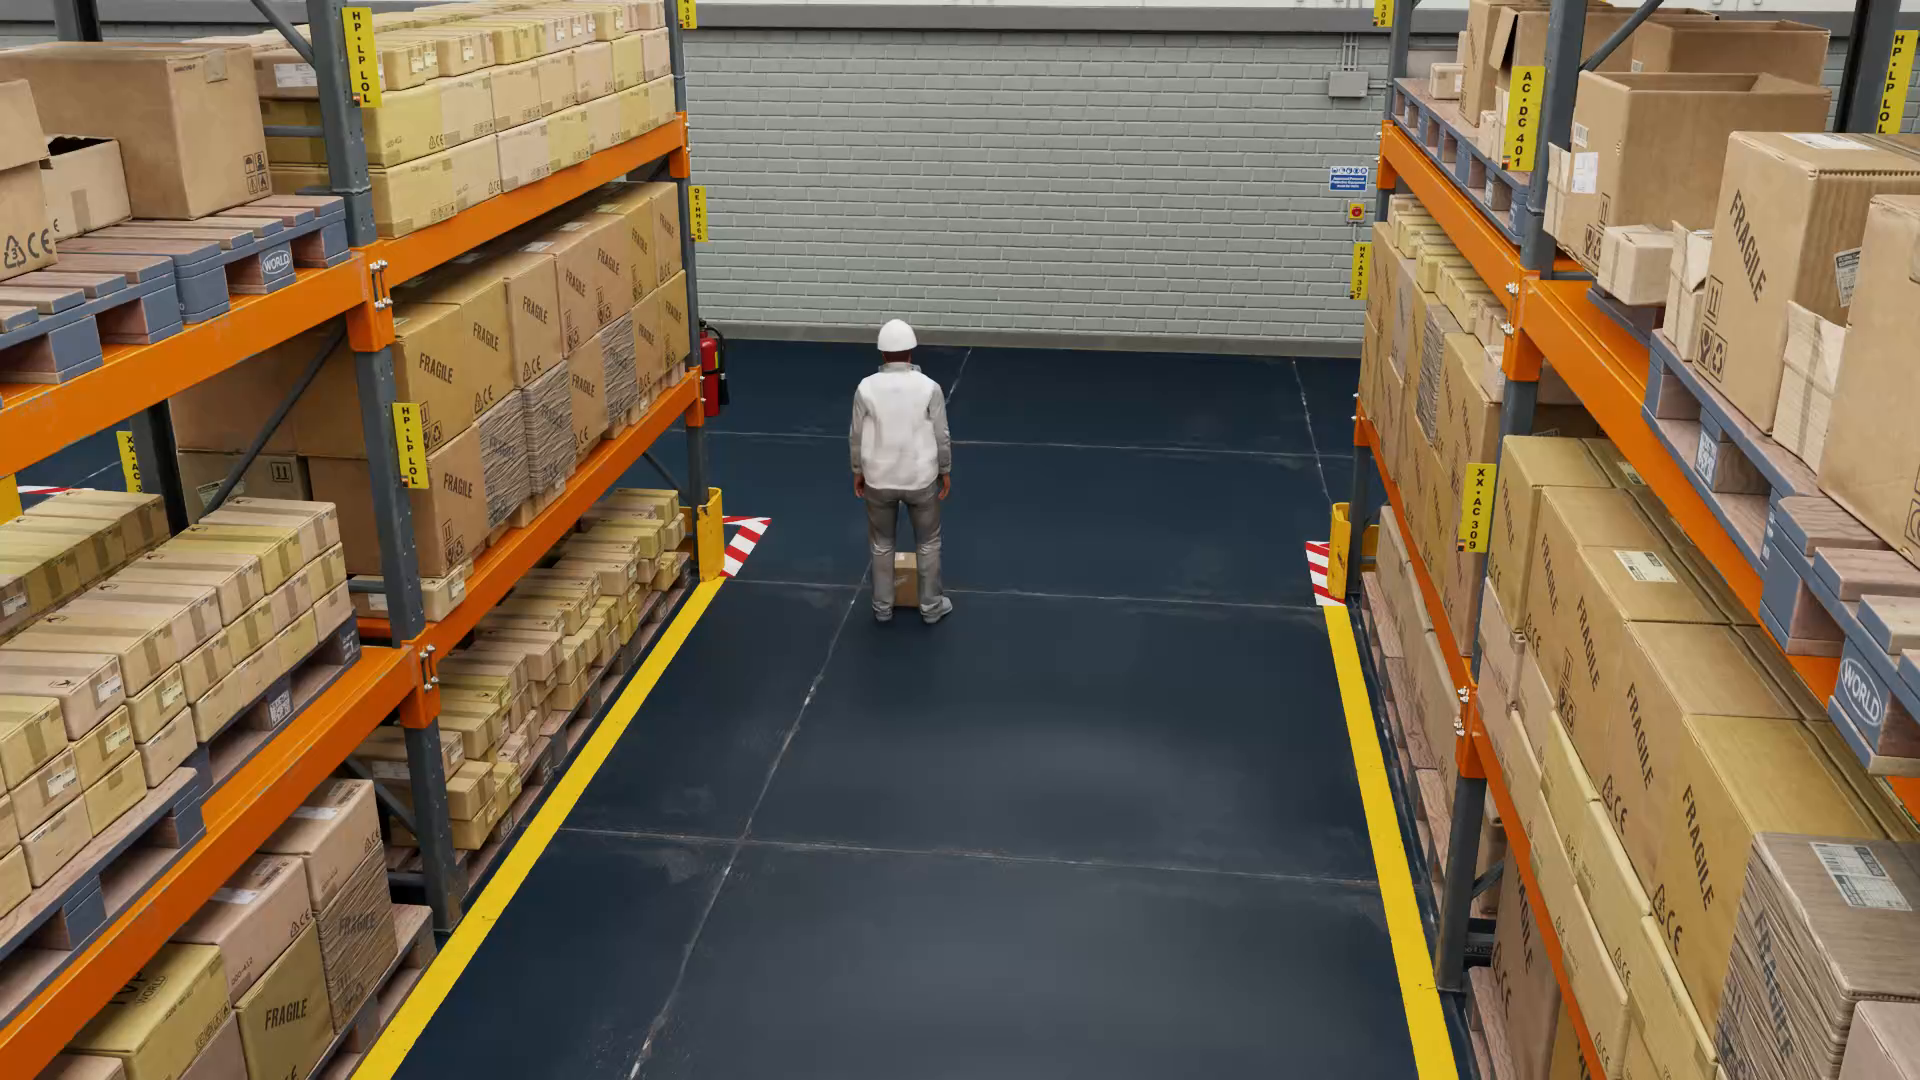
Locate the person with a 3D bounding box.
[{"bbox_3d":[-0.337,-0.377,9.528,0.578,1.769,0.466,2,21,4],"label":"person"}]
